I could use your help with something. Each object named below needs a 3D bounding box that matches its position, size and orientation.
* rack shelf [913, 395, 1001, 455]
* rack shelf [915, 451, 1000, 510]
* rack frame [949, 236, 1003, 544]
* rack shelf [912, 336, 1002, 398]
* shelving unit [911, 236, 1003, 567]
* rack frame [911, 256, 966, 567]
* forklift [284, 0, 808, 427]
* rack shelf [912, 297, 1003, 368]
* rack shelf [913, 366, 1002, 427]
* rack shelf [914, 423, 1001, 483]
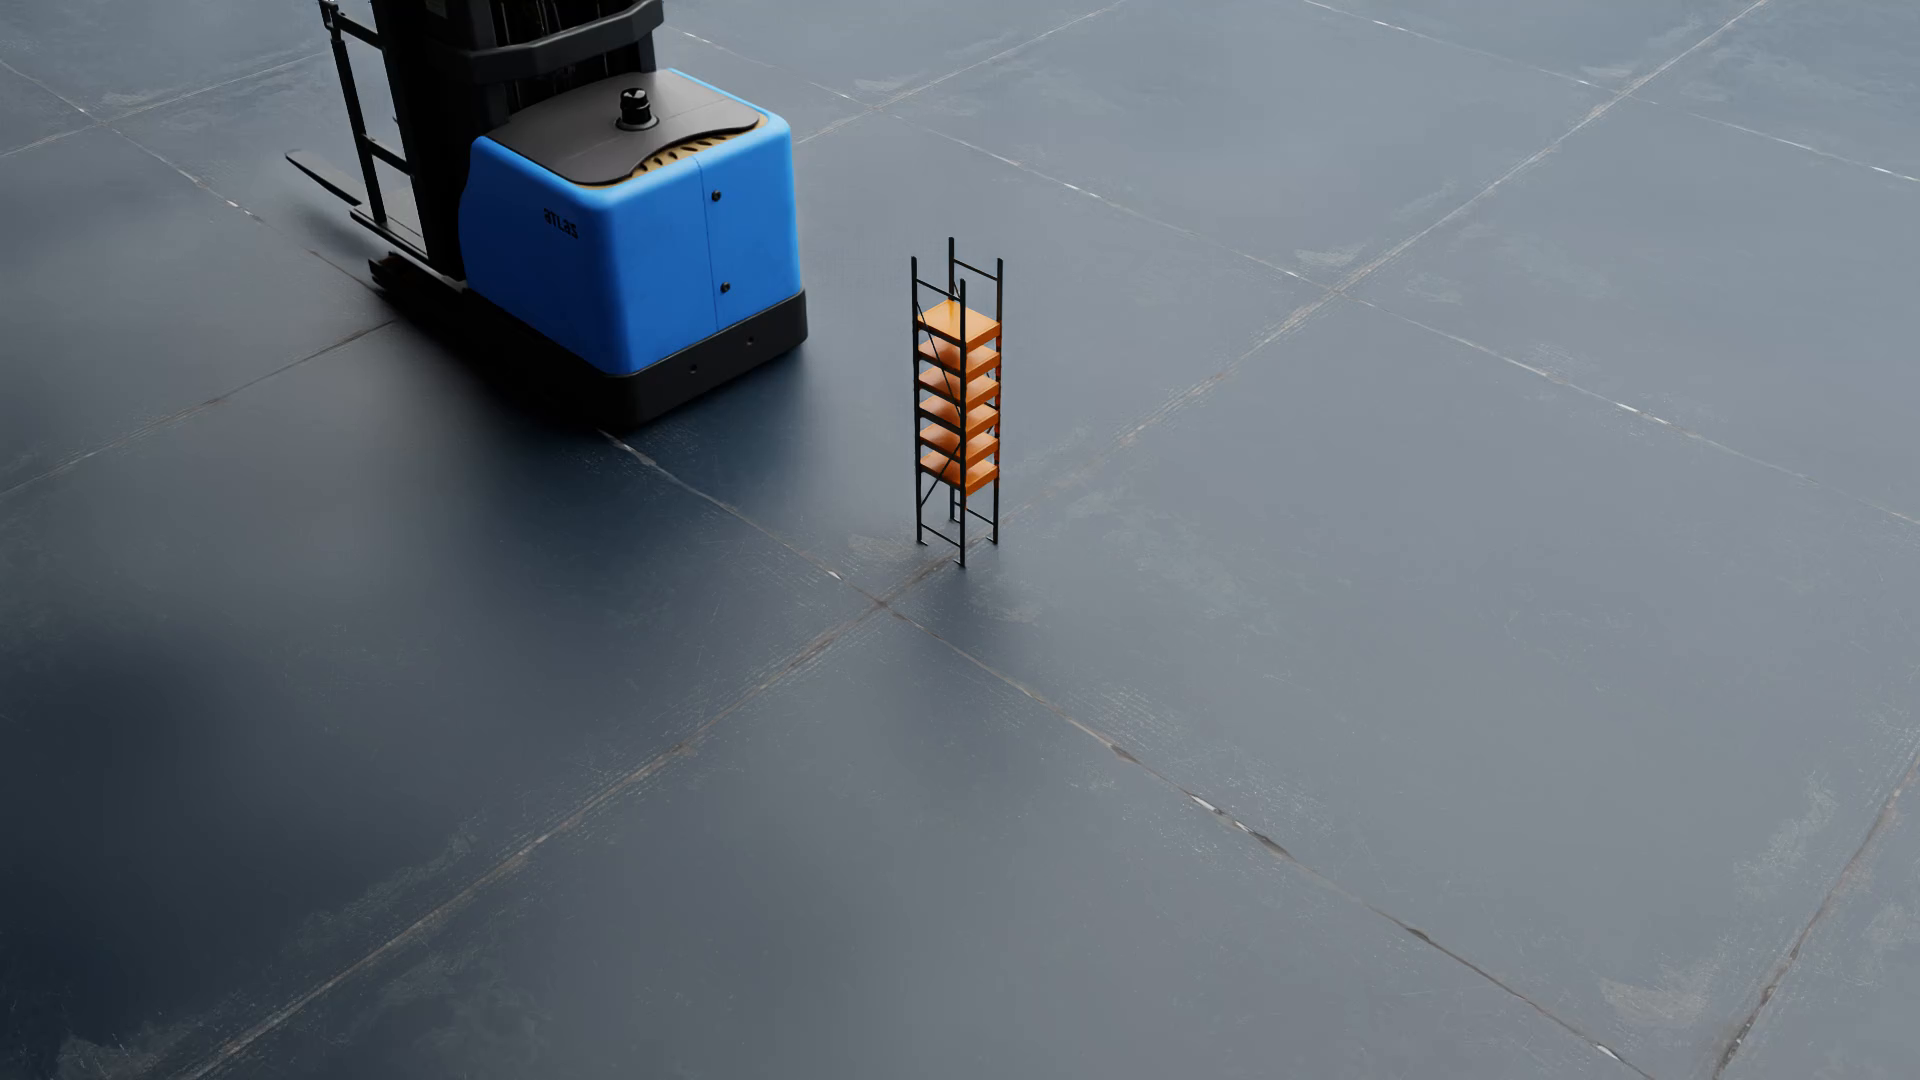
[{"bbox_3d":[-0.010,-0.428,5.896,0.258,0.103,0.180,30,47,32],"label":"rack shelf"},{"bbox_3d":[-0.010,-0.240,6.045,0.258,0.103,0.180,30,47,32],"label":"rack shelf"},{"bbox_3d":[0.052,-0.505,5.921,0.240,1.200,0.006,30,47,32],"label":"rack frame"},{"bbox_3d":[-0.010,-0.616,5.746,0.258,0.103,0.180,30,47,32],"label":"rack shelf"},{"bbox_3d":[-0.010,-0.463,5.868,0.258,1.200,0.189,30,47,32],"label":"shelving unit"},{"bbox_3d":[-0.071,-0.421,5.815,0.240,1.200,0.006,30,47,32],"label":"rack frame"},{"bbox_3d":[-2.070,-2.409,6.924,3.031,2.935,1.130,31,48,33],"label":"forklift"},{"bbox_3d":[-0.010,-0.710,5.672,0.258,0.103,0.180,30,47,32],"label":"rack shelf"},{"bbox_3d":[-0.010,-0.522,5.821,0.258,0.103,0.180,30,47,32],"label":"rack shelf"},{"bbox_3d":[-0.010,-0.334,5.971,0.258,0.103,0.180,30,47,32],"label":"rack shelf"}]
